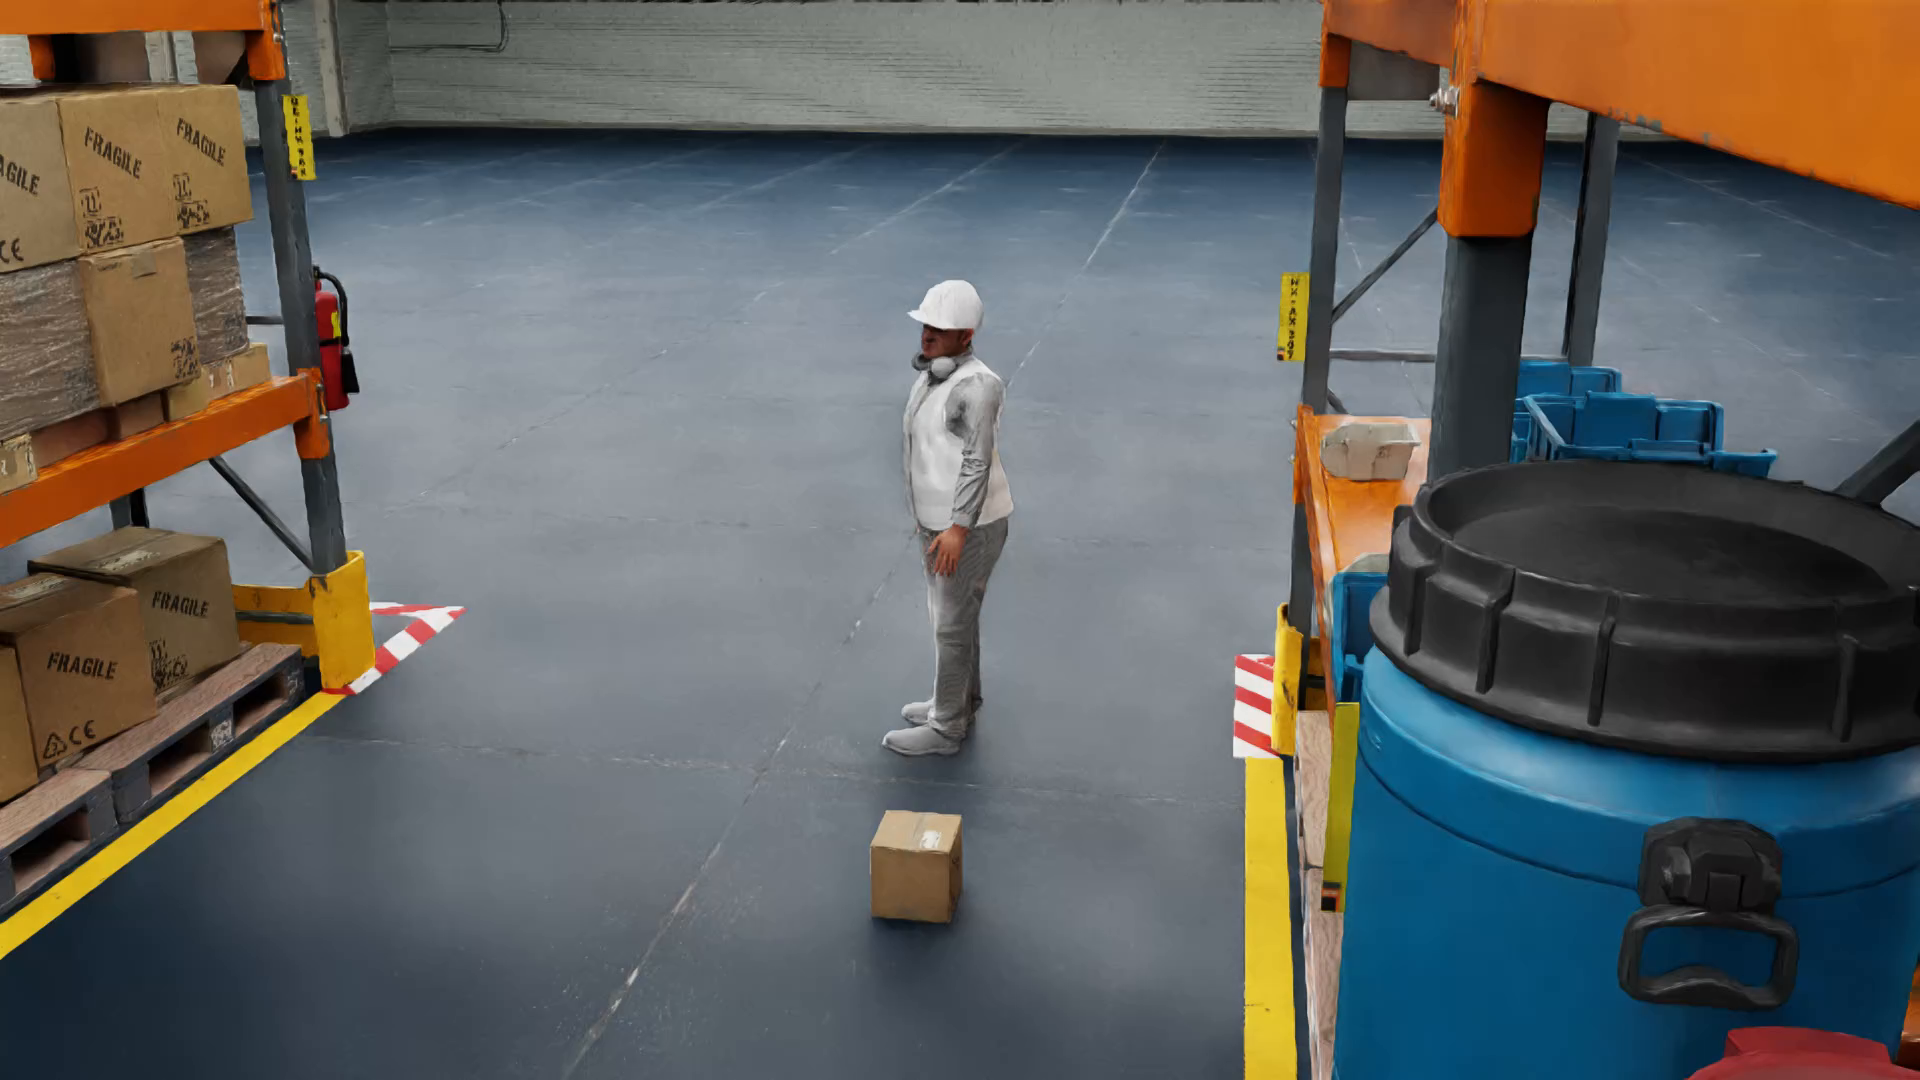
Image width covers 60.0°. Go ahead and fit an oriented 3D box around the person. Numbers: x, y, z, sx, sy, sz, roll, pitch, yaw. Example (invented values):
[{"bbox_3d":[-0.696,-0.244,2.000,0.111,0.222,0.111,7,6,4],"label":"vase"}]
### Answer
[{"bbox_3d":[-0.096,-0.080,6.189,0.517,1.781,0.583,-7,19,-21],"label":"person"}]
